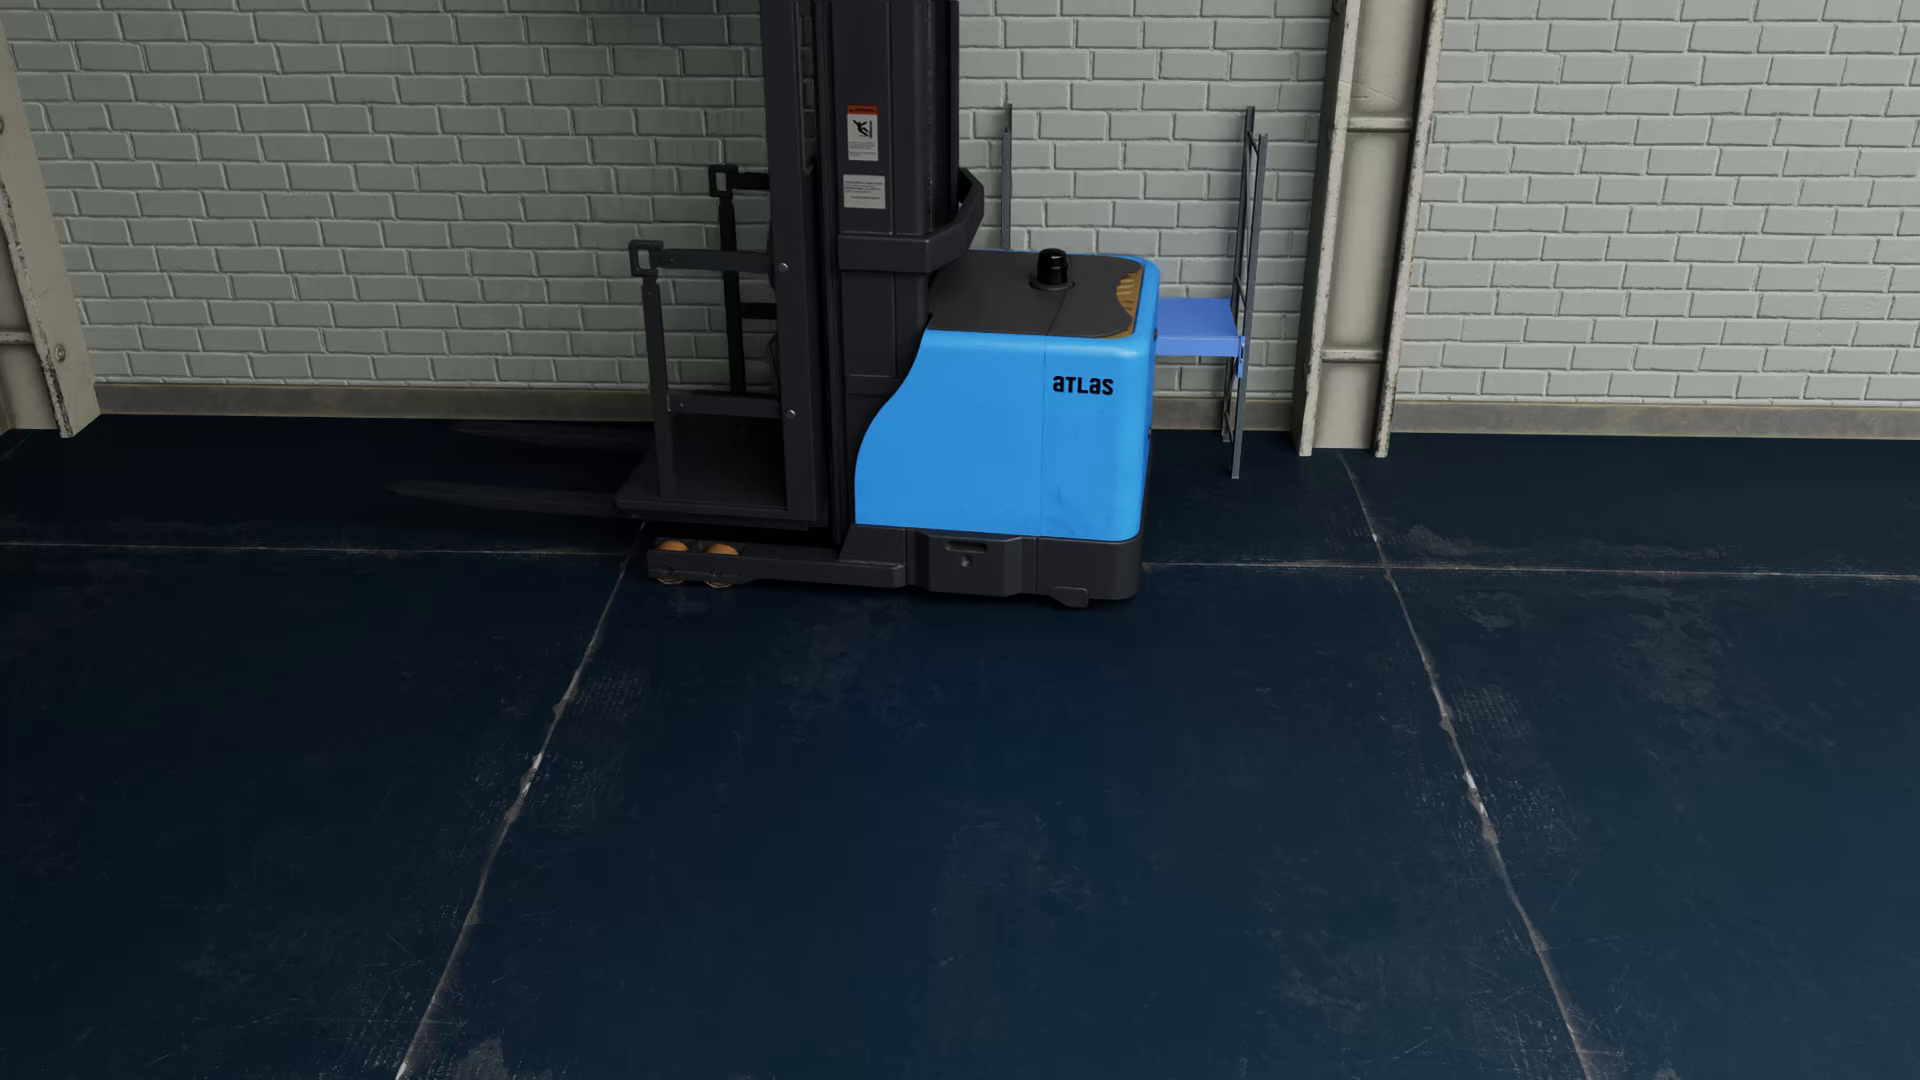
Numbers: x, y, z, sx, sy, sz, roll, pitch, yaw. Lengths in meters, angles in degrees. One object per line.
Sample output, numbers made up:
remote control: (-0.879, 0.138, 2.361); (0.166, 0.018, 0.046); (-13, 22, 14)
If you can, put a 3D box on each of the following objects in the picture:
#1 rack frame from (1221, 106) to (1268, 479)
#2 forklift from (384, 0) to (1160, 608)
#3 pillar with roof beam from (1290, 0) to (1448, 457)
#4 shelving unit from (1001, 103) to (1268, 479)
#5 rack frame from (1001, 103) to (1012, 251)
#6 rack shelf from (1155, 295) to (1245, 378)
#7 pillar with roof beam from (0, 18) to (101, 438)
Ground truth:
rack frame: (1.210, -1.045, 7.119); (0.032, 1.500, 0.500); (1, 28, 2)
forklift: (-0.762, -1.349, 6.165); (3.031, 2.935, 1.130); (4, 28, 8)
pillar with roof beam: (1.571, -2.408, 1.684); (0.400, 9.000, 9.100); (1, 28, 2)
shelving unit: (0.702, -1.056, 7.140); (1.048, 1.500, 0.538); (1, 28, 2)
rack frame: (0.195, -1.066, 7.160); (0.032, 1.500, 0.500); (1, 28, 2)
rack shelf: (0.702, -0.897, 7.224); (1.000, 0.185, 0.538); (1, 28, 2)
pillar with roof beam: (-4.426, -2.507, 1.871); (0.400, 9.000, 9.100); (1, 28, 2)
